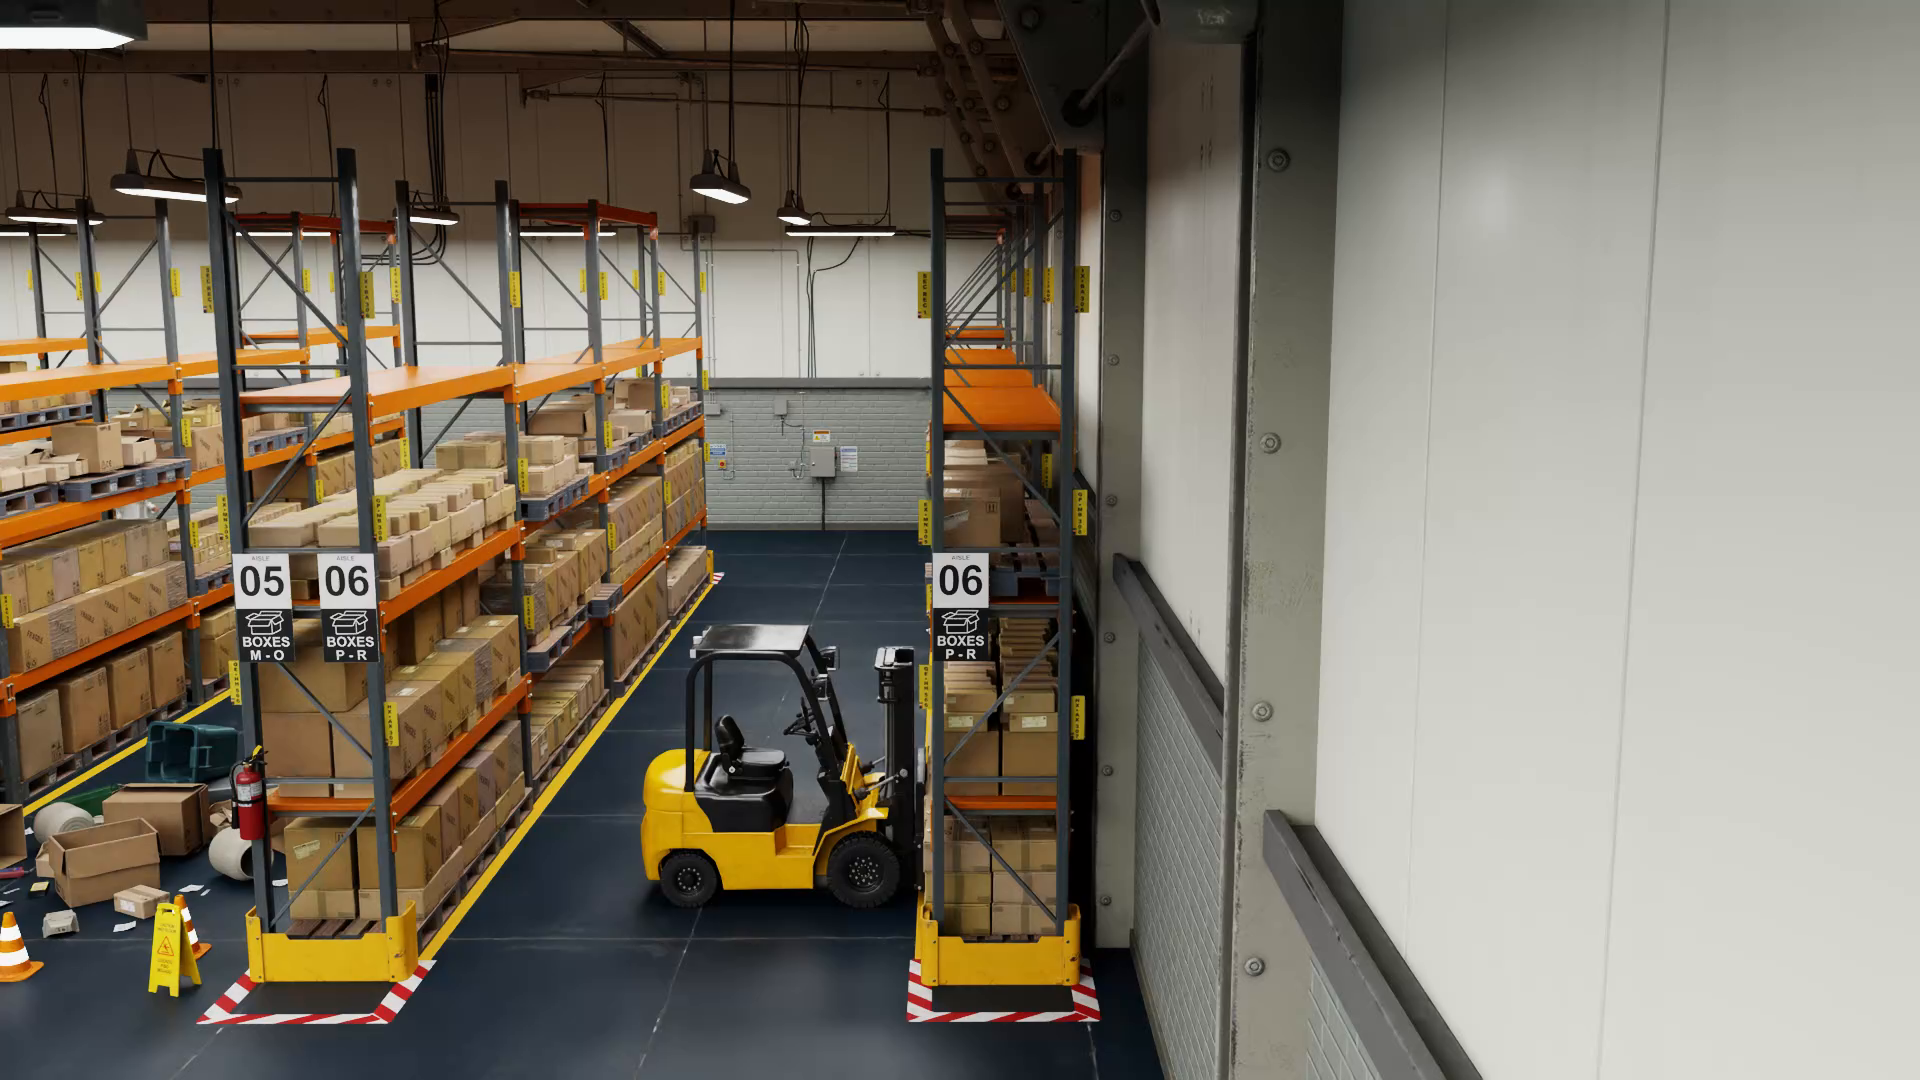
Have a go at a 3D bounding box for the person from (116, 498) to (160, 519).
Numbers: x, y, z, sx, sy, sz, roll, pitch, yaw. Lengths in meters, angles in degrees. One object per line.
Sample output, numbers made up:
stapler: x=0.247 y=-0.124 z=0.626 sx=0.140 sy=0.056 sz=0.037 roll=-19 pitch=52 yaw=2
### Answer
person: x=-14.214 y=-0.286 z=28.763 sx=0.695 sy=1.725 sz=0.734 roll=3 pitch=10 yaw=19
